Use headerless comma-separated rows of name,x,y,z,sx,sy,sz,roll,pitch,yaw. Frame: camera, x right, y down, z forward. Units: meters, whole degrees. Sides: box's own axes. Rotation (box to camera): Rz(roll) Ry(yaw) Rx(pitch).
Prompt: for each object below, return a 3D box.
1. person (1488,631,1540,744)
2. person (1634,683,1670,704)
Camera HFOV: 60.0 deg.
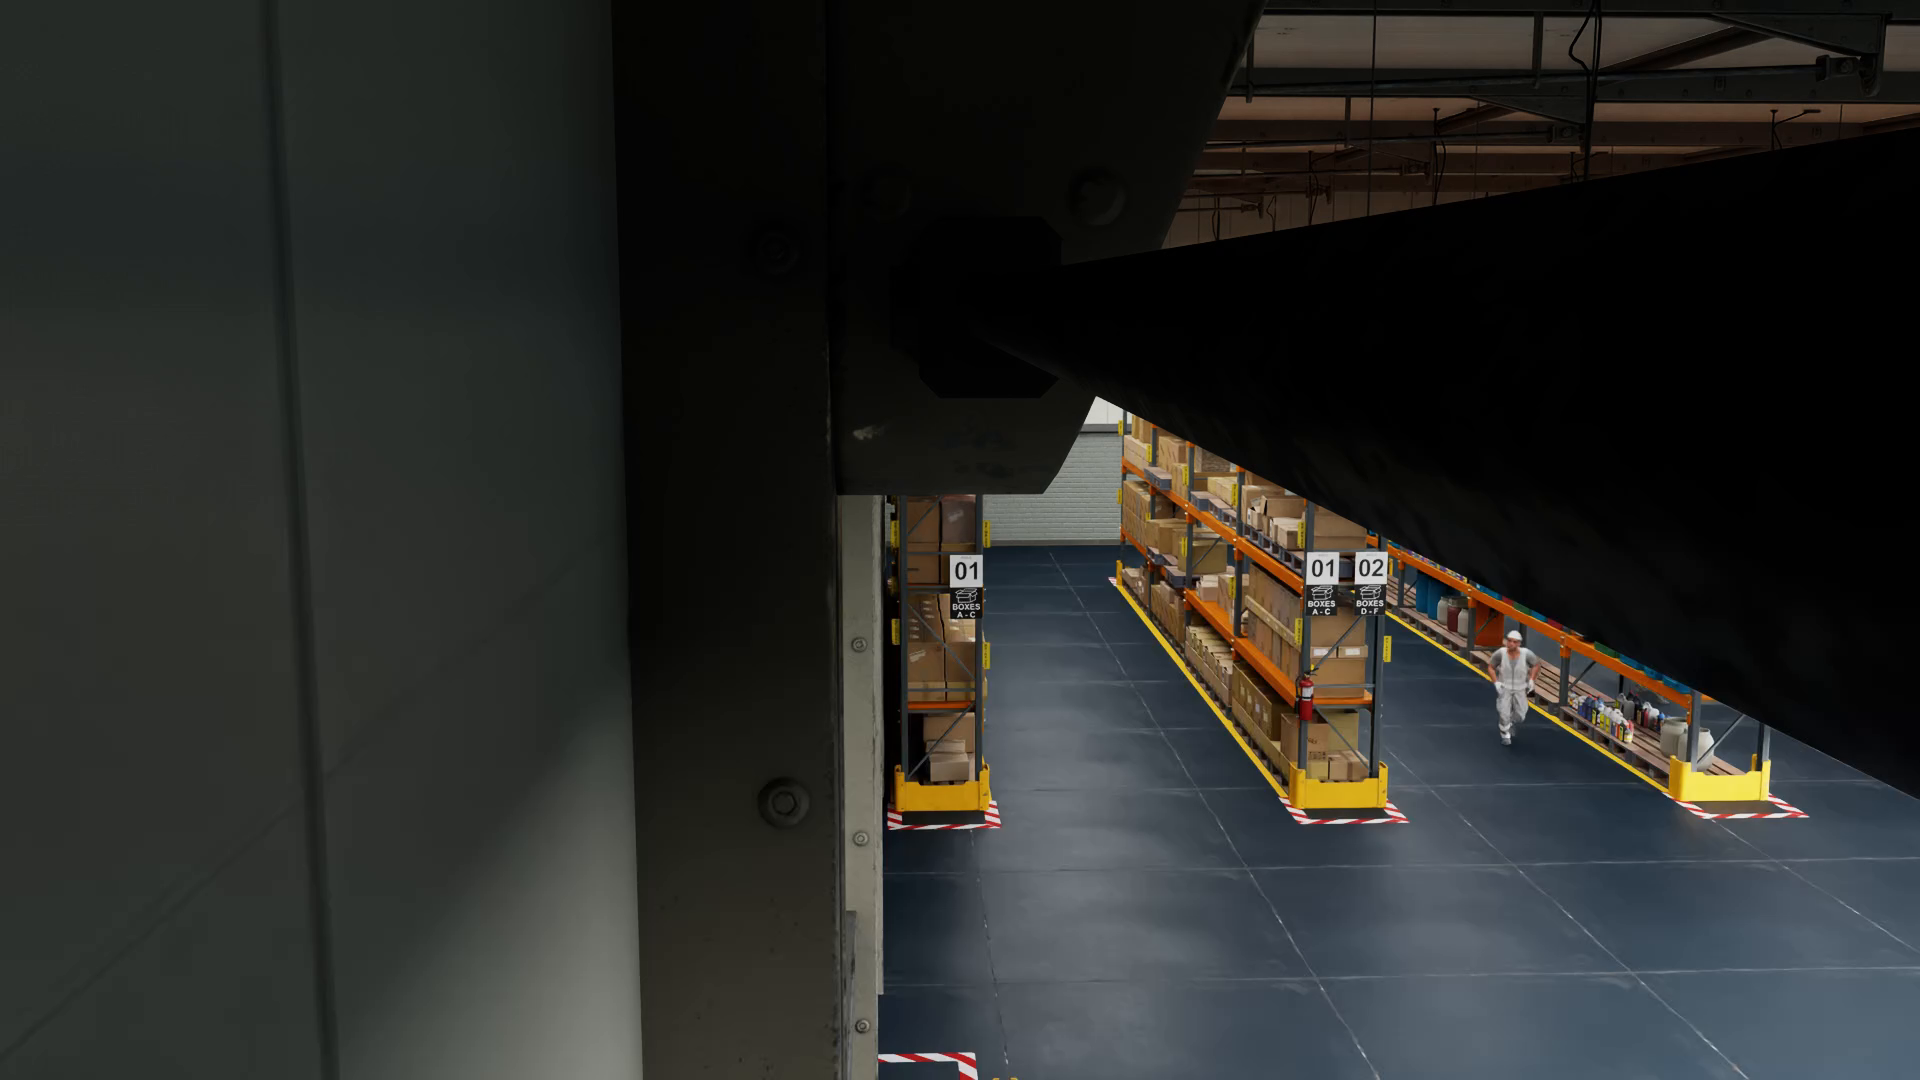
person,7.762,2.073,23.349,0.695,1.688,0.615,1,8,5
person,10.938,1.681,26.048,0.424,1.618,1.051,-2,9,-13
